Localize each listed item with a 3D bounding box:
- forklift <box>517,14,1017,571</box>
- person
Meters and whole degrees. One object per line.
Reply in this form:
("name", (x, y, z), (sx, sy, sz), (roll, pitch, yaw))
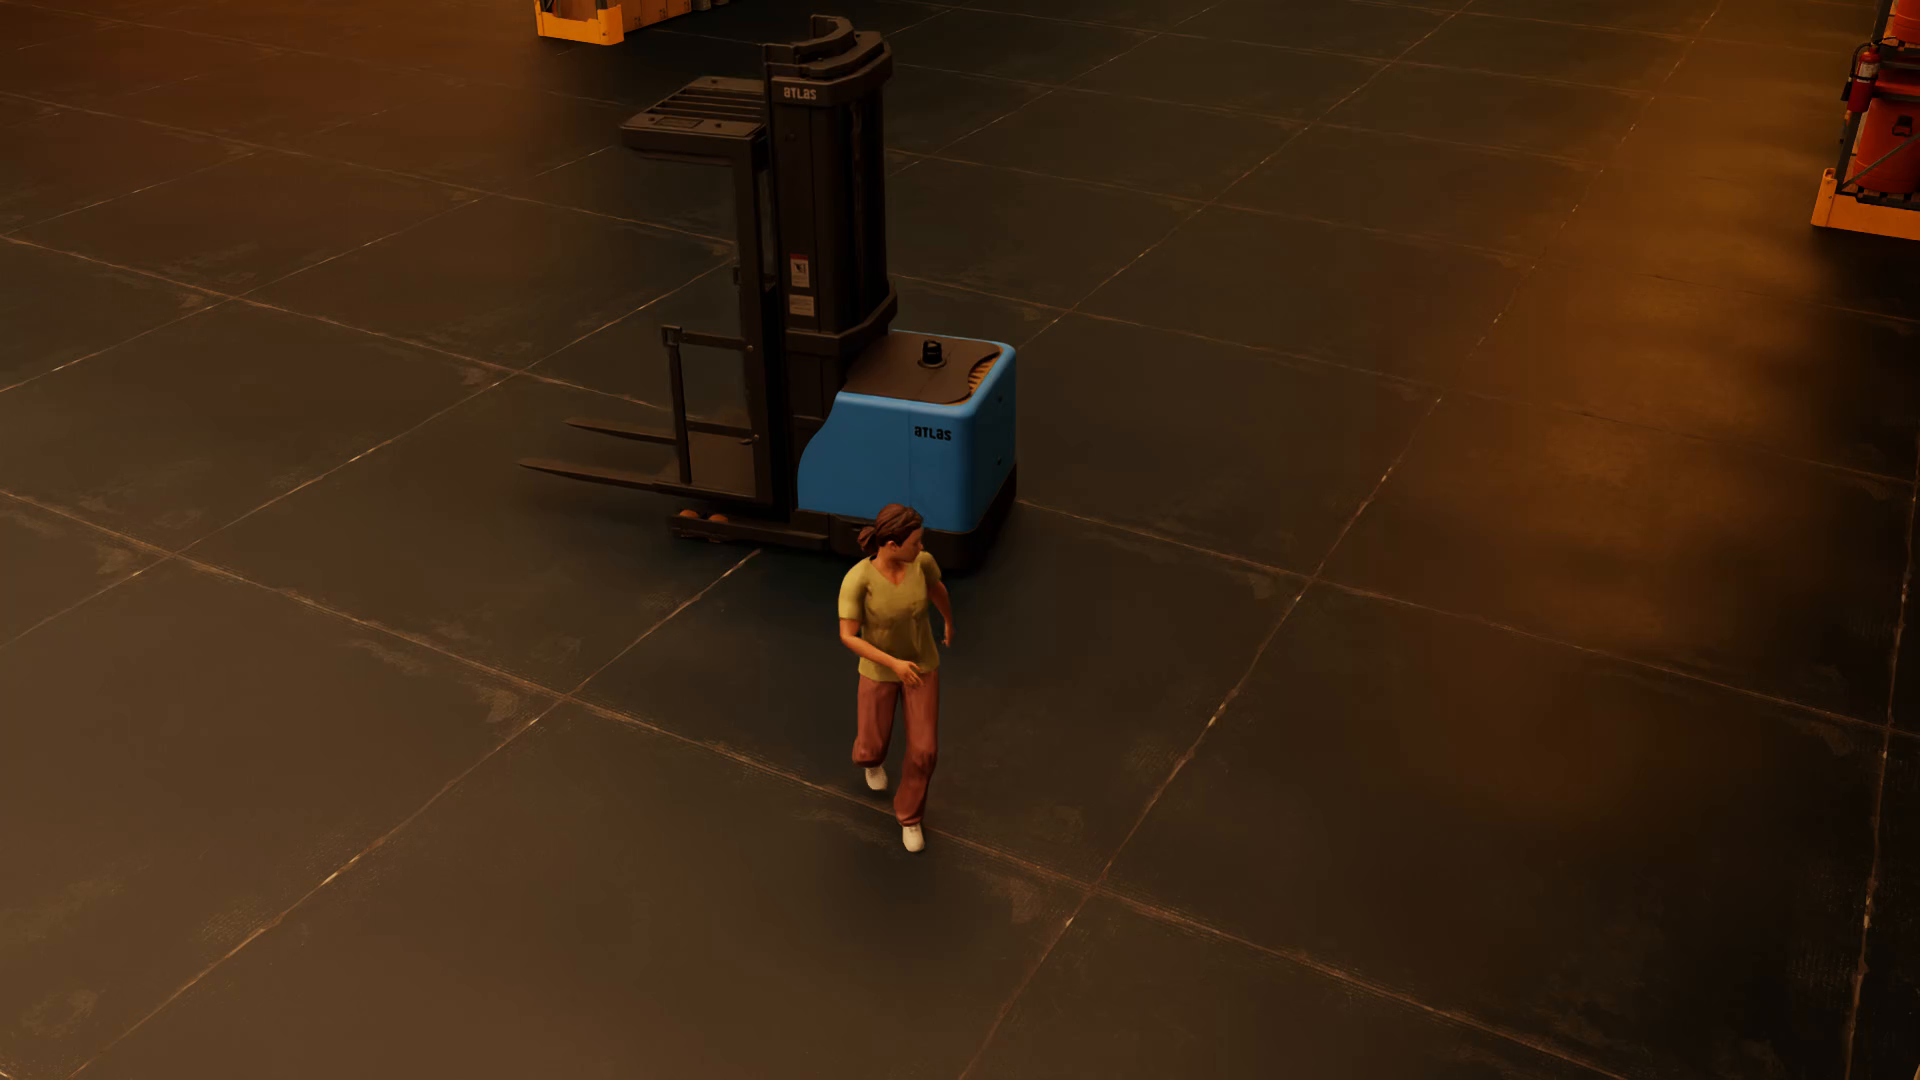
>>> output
("forklift", (-1.227, -1.495, 9.661), (3.031, 2.935, 1.130), (9, 31, 15))
("person", (-0.253, 0.570, 7.417), (0.572, 1.612, 0.662), (-5, 30, -9))
